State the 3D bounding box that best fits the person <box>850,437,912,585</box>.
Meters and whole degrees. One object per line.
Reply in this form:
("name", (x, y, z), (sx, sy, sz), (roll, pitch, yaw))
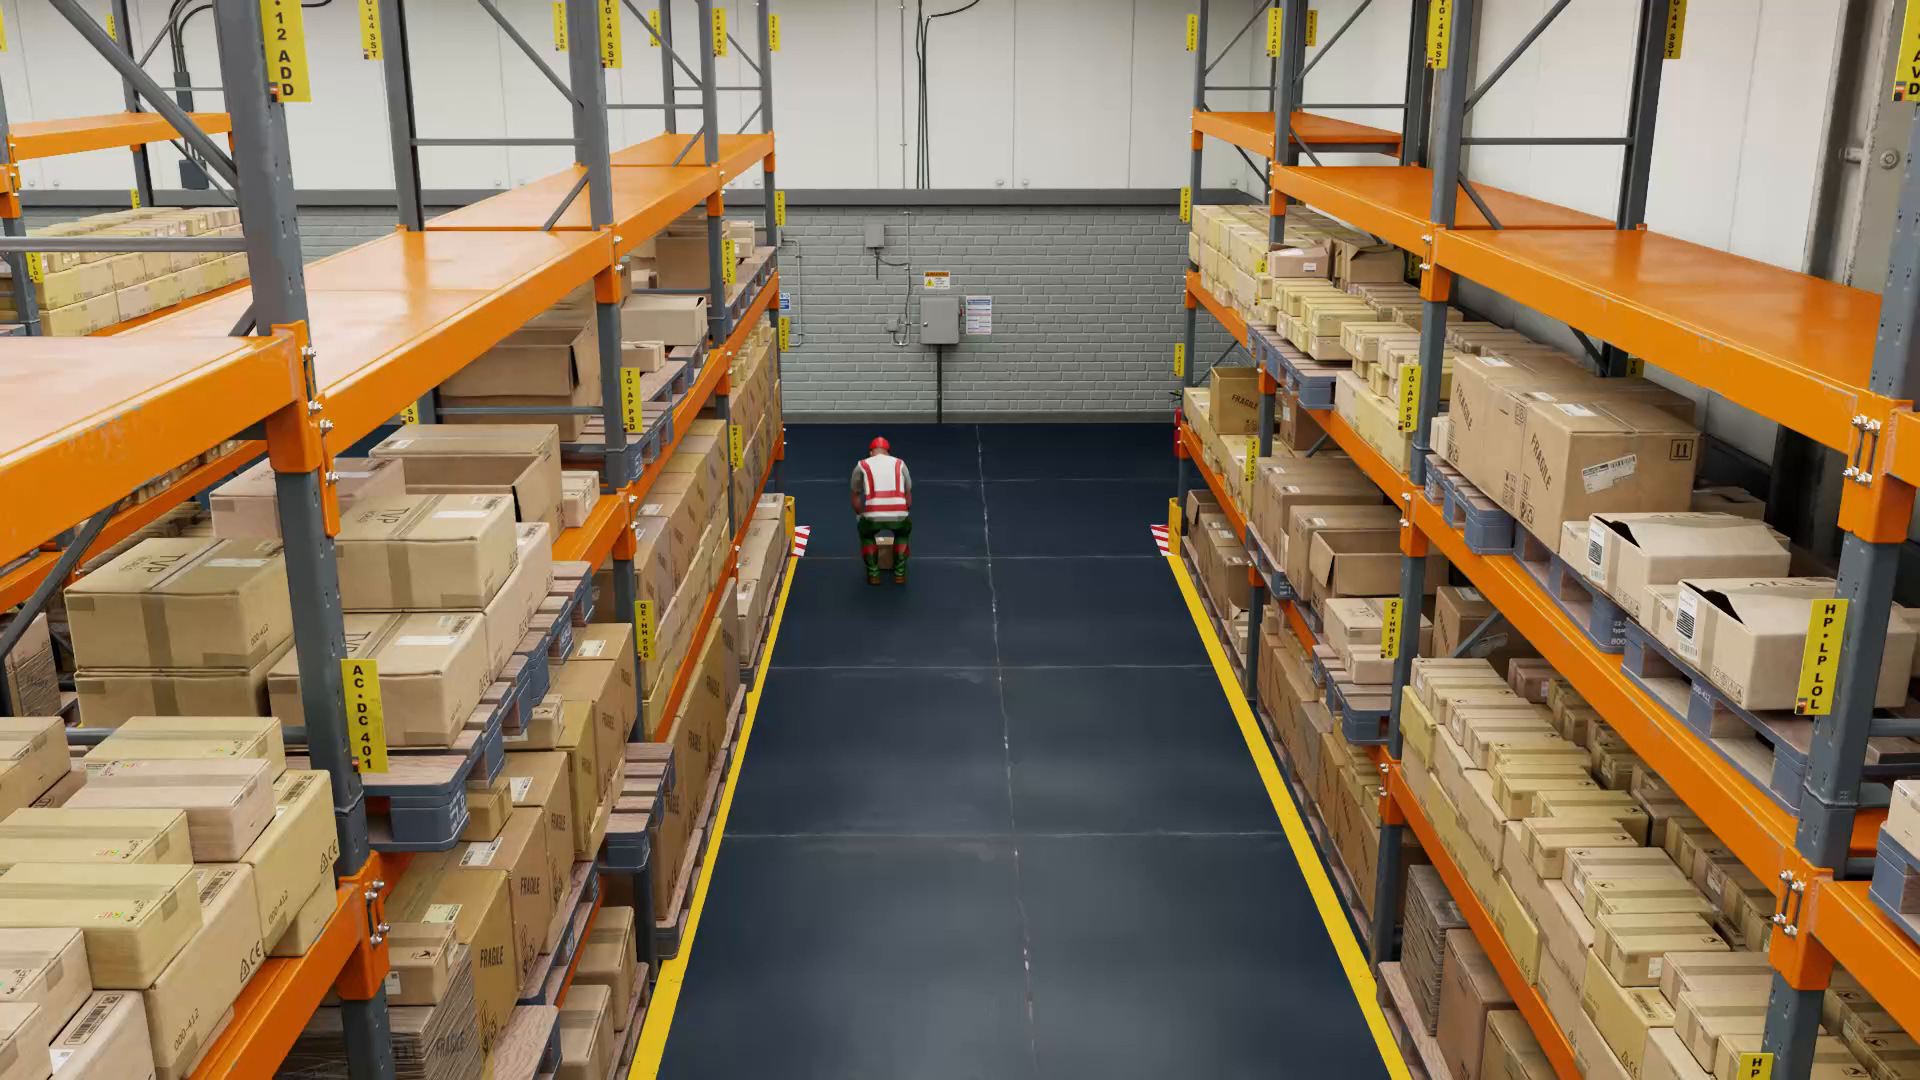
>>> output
("person", (-0.749, -0.268, 15.779), (0.584, 1.321, 0.808), (-1, 17, -3))
